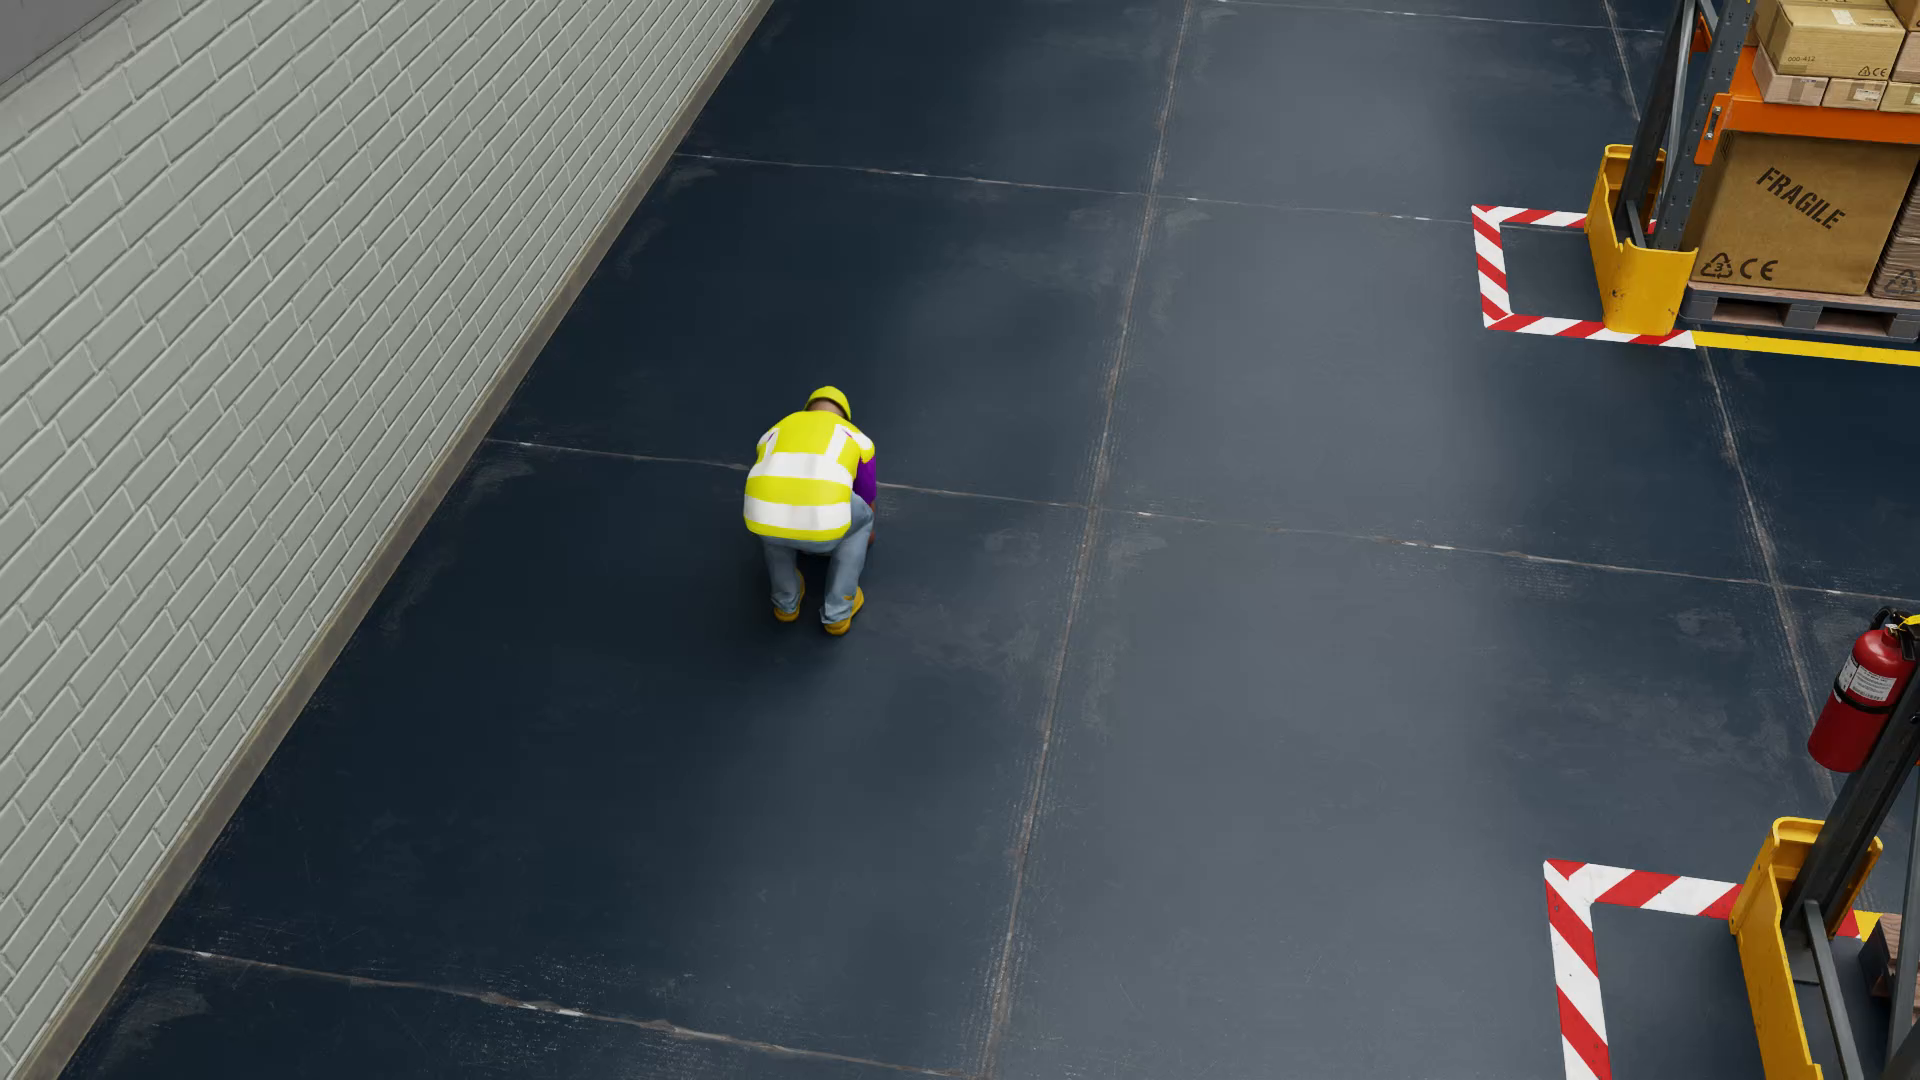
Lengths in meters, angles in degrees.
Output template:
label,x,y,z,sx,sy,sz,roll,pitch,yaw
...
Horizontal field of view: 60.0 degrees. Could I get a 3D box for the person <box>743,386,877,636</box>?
label,x,y,z,sx,sy,sz,roll,pitch,yaw
person,-0.616,-0.138,6.992,0.514,0.897,0.978,5,41,6
